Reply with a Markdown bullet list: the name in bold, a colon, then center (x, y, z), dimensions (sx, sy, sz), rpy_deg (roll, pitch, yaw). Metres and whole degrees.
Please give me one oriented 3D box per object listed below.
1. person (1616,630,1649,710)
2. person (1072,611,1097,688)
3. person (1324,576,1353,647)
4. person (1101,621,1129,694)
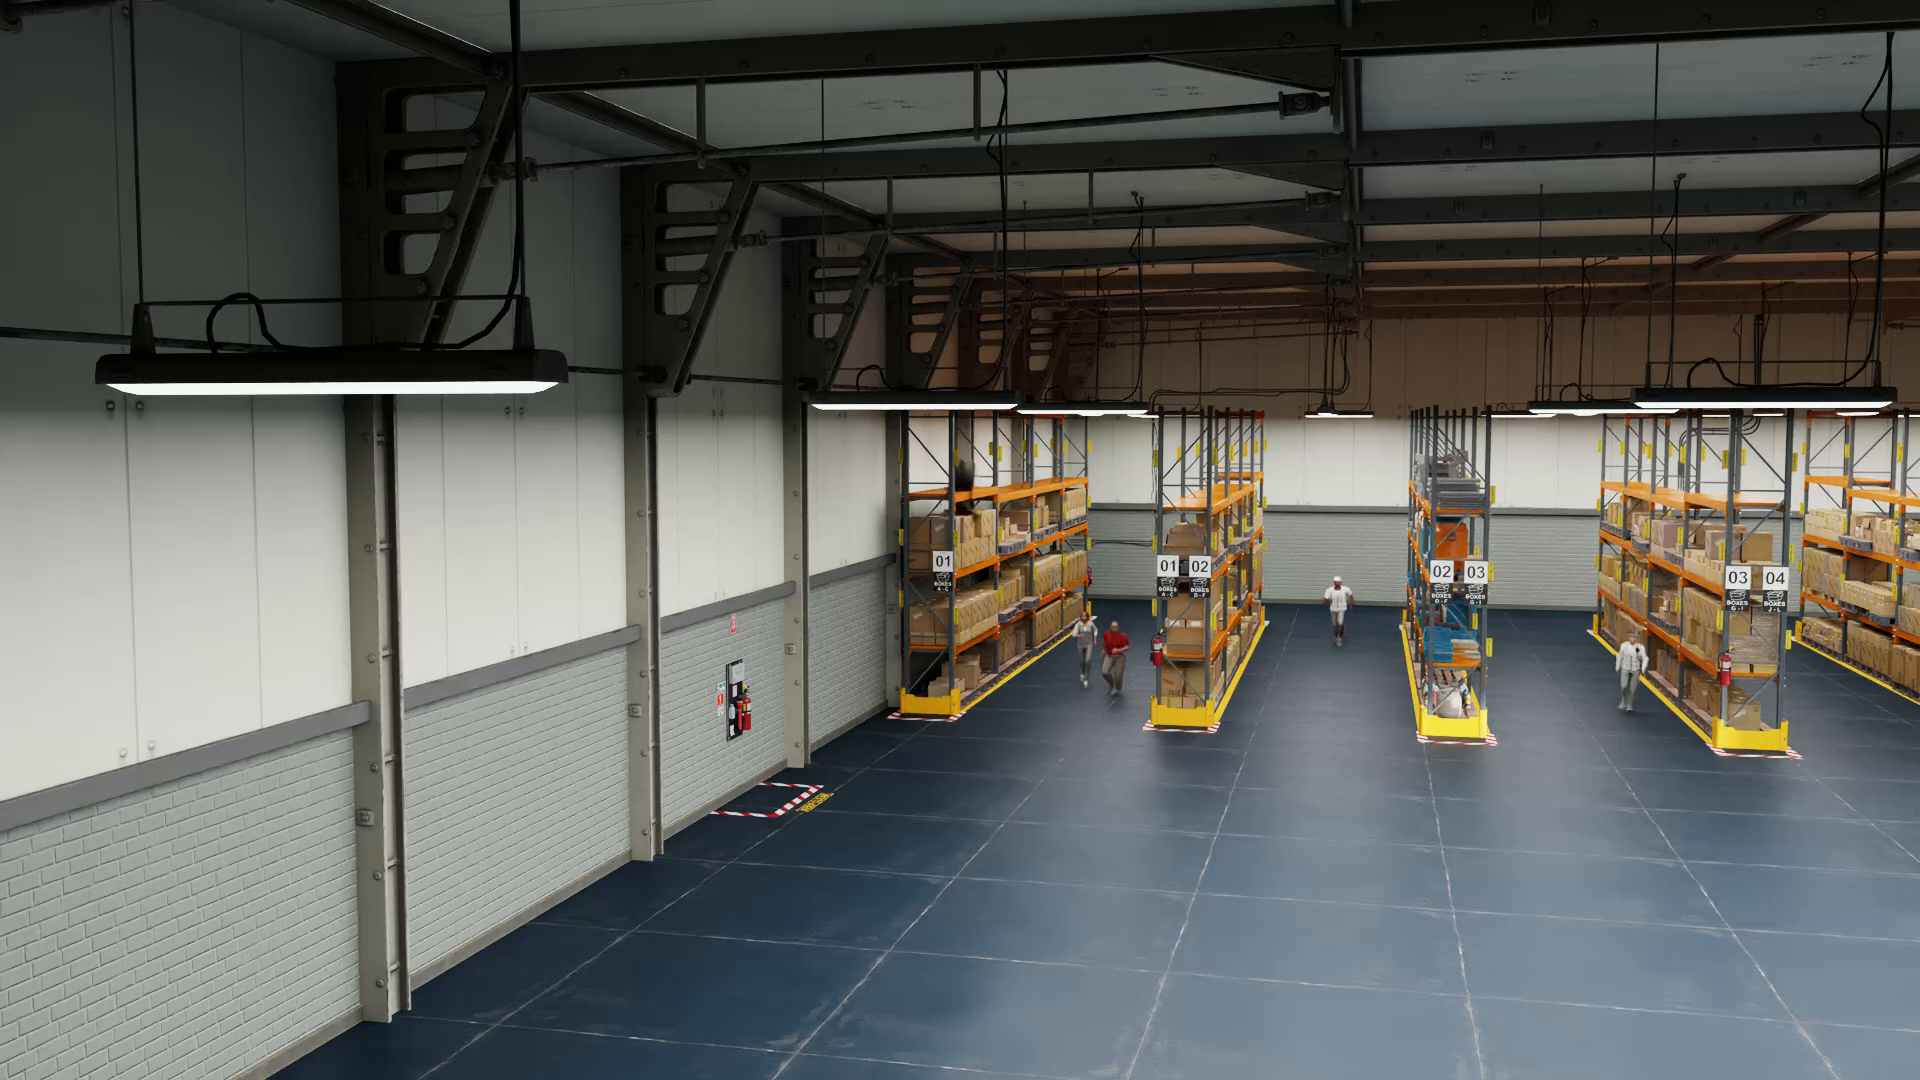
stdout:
- **person**: center (13.175, 2.563, 32.591), dimensions (0.596, 1.627, 0.748), rpy_deg (2, 4, 21)
- **person**: center (2.694, 2.330, 35.909), dimensions (0.526, 1.626, 0.808), rpy_deg (0, 4, 7)
- **person**: center (9.598, 1.818, 42.247), dimensions (0.675, 1.810, 0.827), rpy_deg (2, 4, 21)
- **person**: center (3.194, 2.444, 34.432), dimensions (0.675, 1.589, 0.957), rpy_deg (1, 4, 19)
